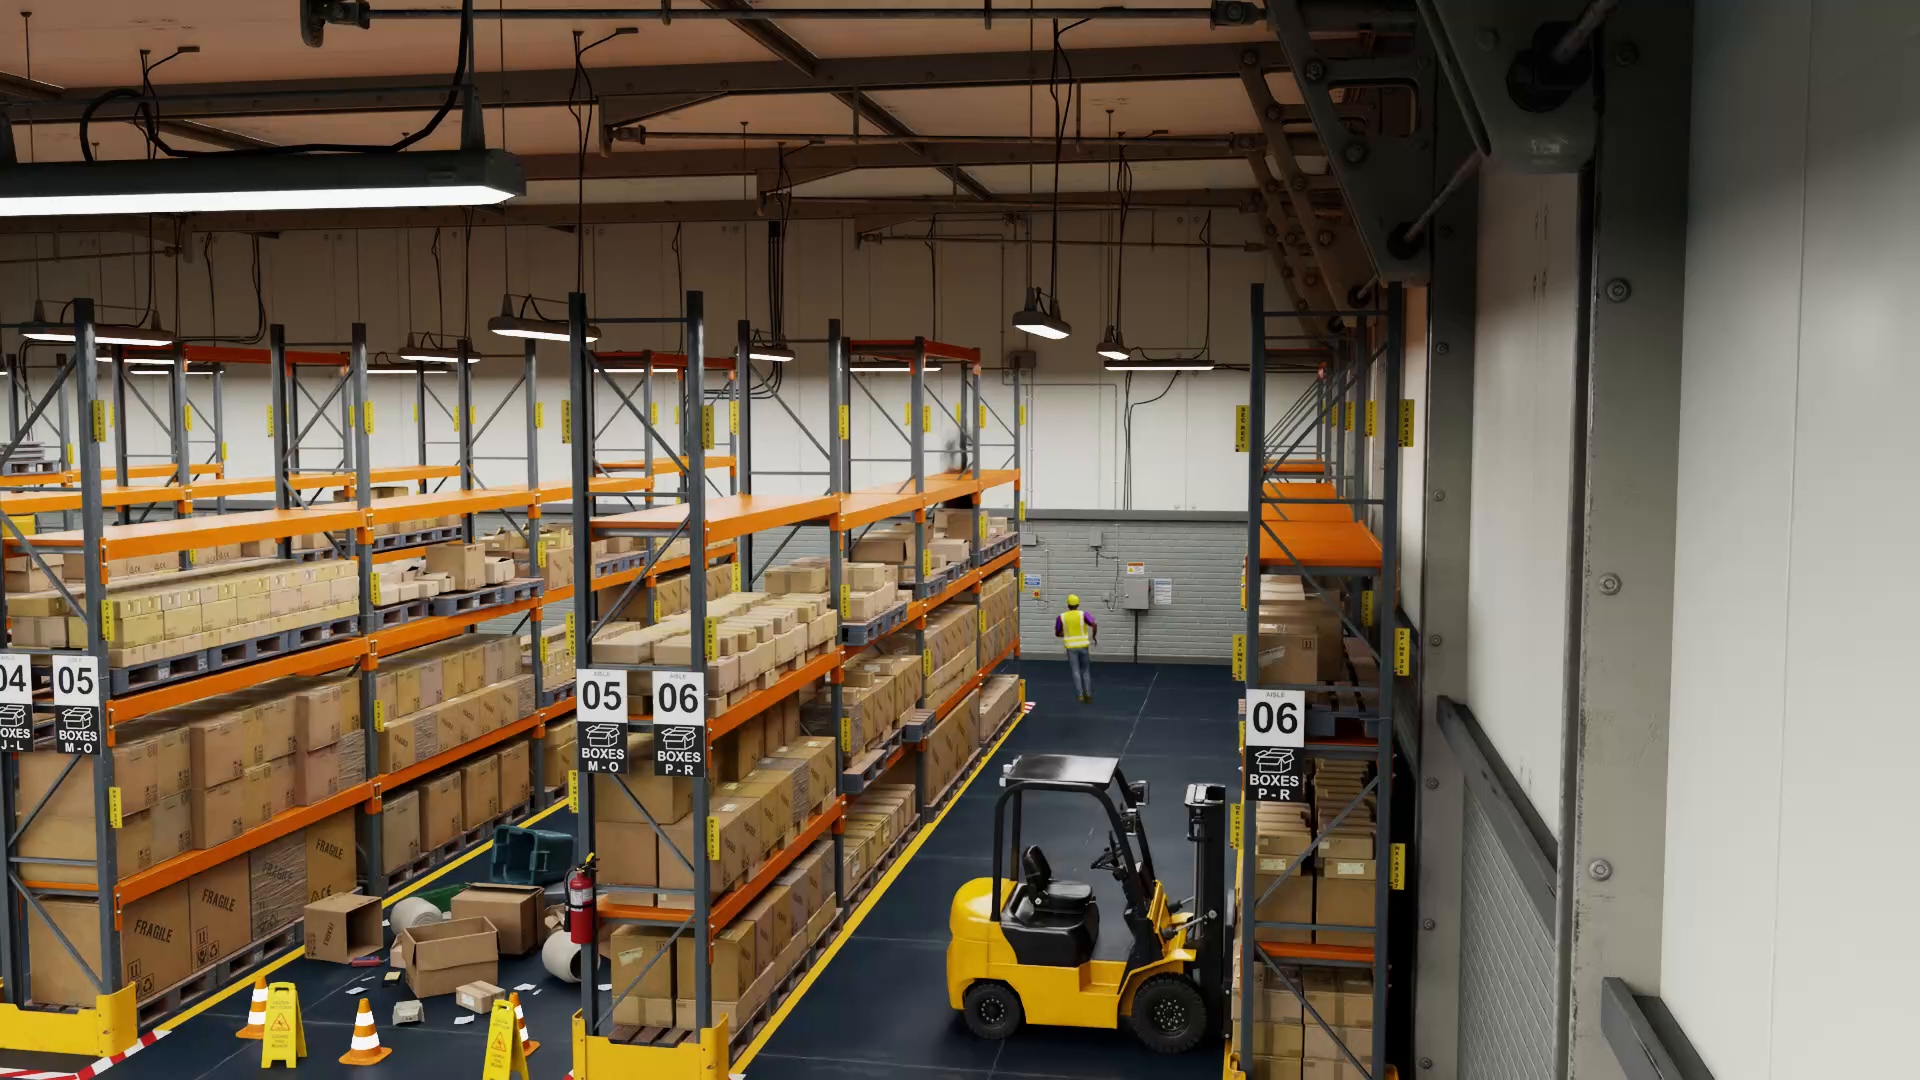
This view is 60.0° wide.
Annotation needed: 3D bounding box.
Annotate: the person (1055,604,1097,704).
[{"bbox_3d":[1.912,1.859,27.451,0.689,1.831,0.732,0,5,1],"label":"person"}]
